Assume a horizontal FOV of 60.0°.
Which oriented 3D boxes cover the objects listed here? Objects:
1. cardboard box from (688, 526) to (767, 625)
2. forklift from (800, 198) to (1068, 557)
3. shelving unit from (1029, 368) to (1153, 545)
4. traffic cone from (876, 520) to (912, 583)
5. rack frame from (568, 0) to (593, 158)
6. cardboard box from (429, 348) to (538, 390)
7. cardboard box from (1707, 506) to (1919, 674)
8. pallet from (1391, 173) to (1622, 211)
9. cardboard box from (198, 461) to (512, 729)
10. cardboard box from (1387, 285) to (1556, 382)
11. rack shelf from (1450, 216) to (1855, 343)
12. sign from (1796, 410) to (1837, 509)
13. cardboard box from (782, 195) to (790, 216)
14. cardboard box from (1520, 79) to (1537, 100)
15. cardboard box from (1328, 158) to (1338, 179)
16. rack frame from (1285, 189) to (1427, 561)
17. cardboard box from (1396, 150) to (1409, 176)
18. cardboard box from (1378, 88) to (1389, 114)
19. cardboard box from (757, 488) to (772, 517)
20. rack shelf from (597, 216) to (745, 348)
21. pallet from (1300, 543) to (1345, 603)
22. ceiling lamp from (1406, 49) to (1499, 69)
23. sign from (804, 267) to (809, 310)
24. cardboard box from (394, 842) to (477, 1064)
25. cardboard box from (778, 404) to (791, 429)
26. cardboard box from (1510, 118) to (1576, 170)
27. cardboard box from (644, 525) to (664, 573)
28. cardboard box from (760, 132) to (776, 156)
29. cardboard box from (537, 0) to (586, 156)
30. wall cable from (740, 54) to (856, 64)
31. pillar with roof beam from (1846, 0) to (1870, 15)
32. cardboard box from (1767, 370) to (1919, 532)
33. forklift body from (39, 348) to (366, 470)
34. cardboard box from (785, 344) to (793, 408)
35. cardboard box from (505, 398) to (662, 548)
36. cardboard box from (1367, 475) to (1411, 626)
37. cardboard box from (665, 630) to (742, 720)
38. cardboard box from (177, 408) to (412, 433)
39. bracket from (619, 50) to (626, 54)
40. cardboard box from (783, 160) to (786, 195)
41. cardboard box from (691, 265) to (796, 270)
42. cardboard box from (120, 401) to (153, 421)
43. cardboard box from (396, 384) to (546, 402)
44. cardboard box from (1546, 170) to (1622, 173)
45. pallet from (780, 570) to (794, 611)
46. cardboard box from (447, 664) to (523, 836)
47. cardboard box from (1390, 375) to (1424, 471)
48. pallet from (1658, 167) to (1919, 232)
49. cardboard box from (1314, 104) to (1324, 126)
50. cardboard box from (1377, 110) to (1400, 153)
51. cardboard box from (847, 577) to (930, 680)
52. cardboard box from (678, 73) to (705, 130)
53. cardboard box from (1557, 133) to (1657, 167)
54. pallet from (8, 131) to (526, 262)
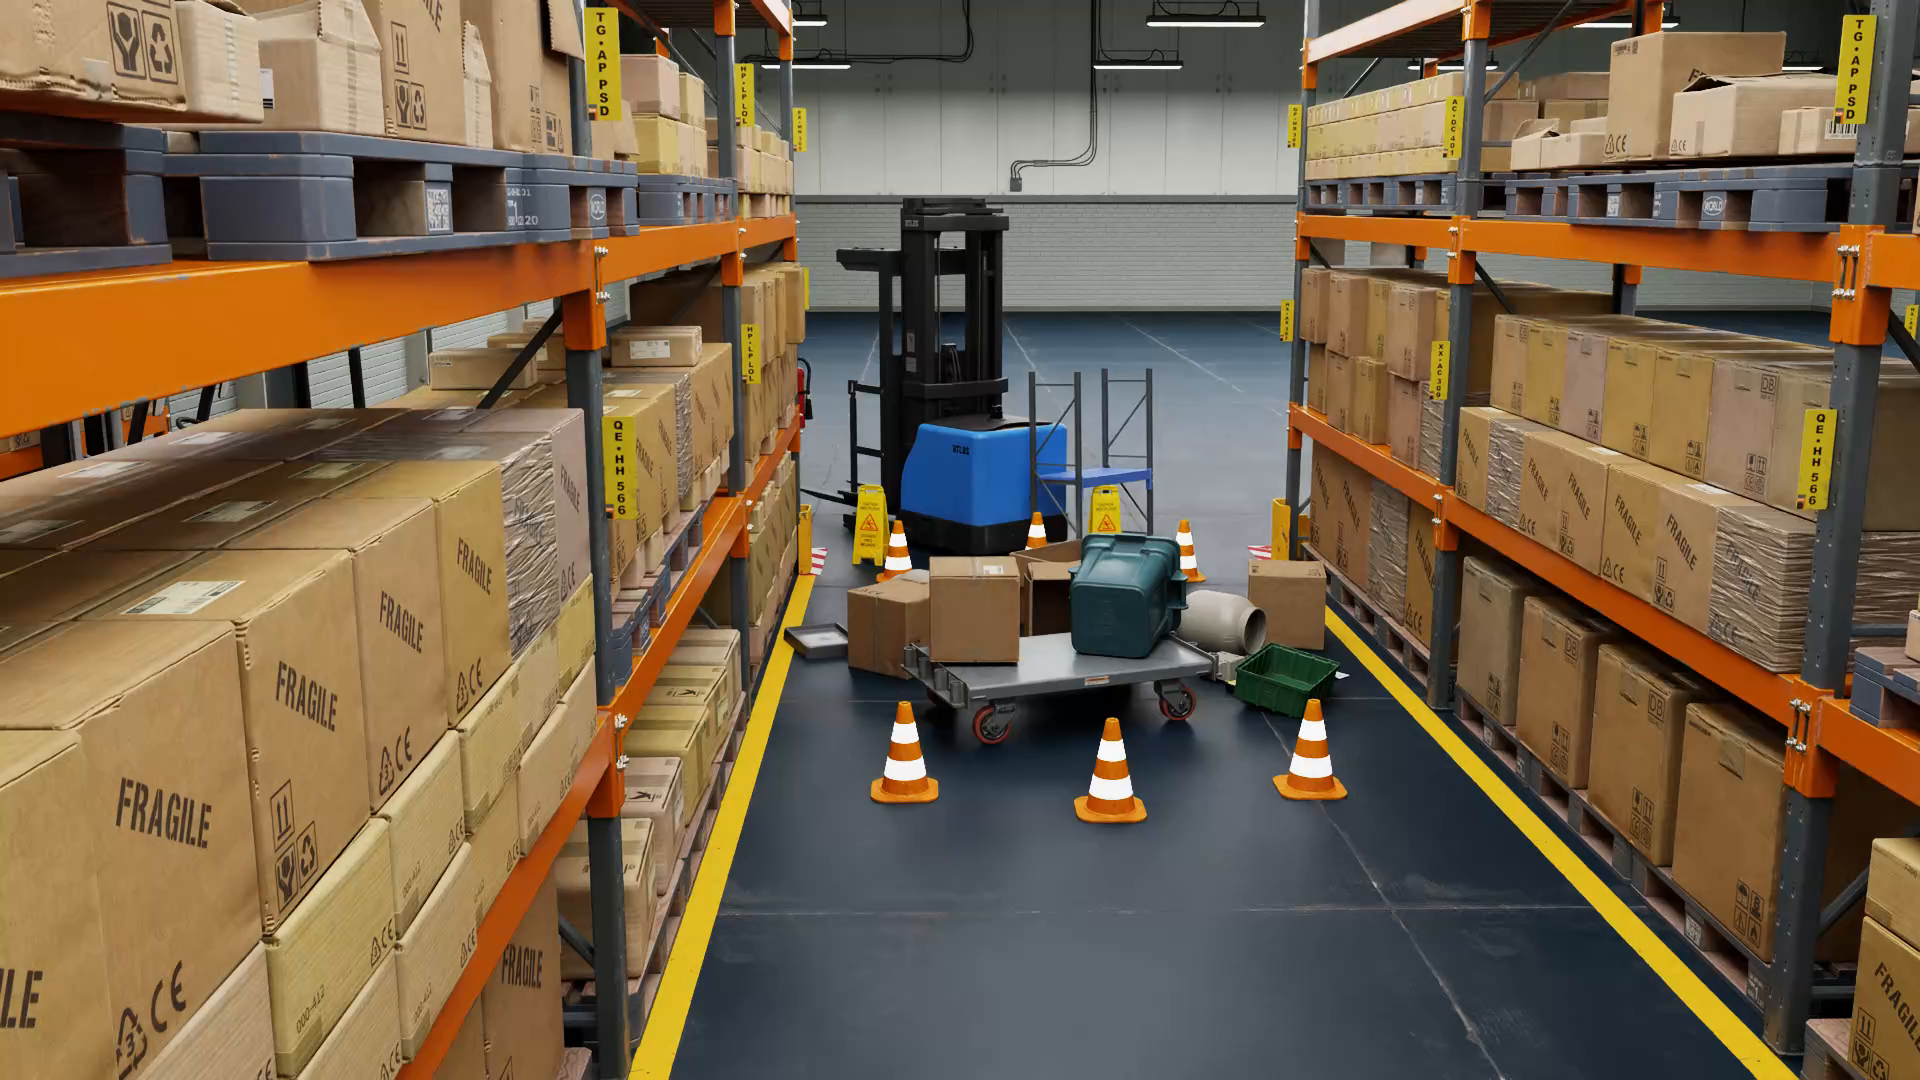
[{"bbox_3d":[-1.445,0.206,9.973,0.500,0.500,0.500,0,11,2],"label":"cardboard box"},{"bbox_3d":[-0.394,-1.534,14.750,1.130,2.935,3.031,-9,15,-38],"label":"forklift"},{"bbox_3d":[1.101,-0.658,13.823,0.538,1.500,1.048,5,9,40],"label":"shelving unit"},{"bbox_3d":[-0.487,0.078,13.009,0.336,0.463,0.334,0,11,-1],"label":"traffic cone"},{"bbox_3d":[-1.620,-2.595,4.716,1.000,3.000,0.127,0,11,-1],"label":"rack frame"},{"bbox_3d":[-1.936,-0.697,6.764,0.380,0.149,0.250,-1,11,-4],"label":"cardboard box"},{"bbox_3d":[3.049,0.167,5.938,0.500,0.500,0.500,0,11,-1],"label":"cardboard box"},{"bbox_3d":[3.238,-2.080,9.944,1.003,0.211,1.213,0,11,-1],"label":"pallet"},{"bbox_3d":[-1.325,0.109,3.713,0.500,0.500,0.500,0,11,-1],"label":"cardboard box"},{"bbox_3d":[3.144,-1.275,10.208,0.875,0.550,0.550,0,11,-1],"label":"cardboard box"},{"bbox_3d":[3.286,-1.210,7.245,1.077,0.370,4.000,0,11,-1],"label":"rack shelf"},{"bbox_3d":[2.772,-0.260,5.383,0.100,0.325,0.005,0,11,-1],"label":"sign"},{"bbox_3d":[-1.460,-2.473,12.291,0.380,0.149,0.250,0,11,-1],"label":"cardboard box"},{"bbox_3d":[3.565,-2.658,9.889,0.380,0.149,0.250,0,11,-2],"label":"cardboard box"},{"bbox_3d":[2.865,-2.667,11.940,0.380,0.149,0.250,0,11,-1],"label":"cardboard box"},{"bbox_3d":[3.162,-1.285,13.351,1.000,3.000,0.127,0,11,-1],"label":"rack frame"},{"bbox_3d":[2.900,-2.315,10.207,0.380,0.149,0.250,0,11,-1],"label":"cardboard box"},{"bbox_3d":[2.893,-2.805,10.616,0.380,0.149,0.250,0,11,-2],"label":"cardboard box"},{"bbox_3d":[-1.400,-0.239,10.536,0.380,0.149,0.250,0,11,1],"label":"cardboard box"},{"bbox_3d":[-1.661,-1.170,7.046,1.077,0.370,4.000,0,11,-1],"label":"rack shelf"},{"bbox_3d":[3.256,0.240,12.846,1.003,0.211,1.213,0,11,-1],"label":"pallet"},{"bbox_3d":[11.021,-12.157,37.167,2.000,3.185,0.800,0,11,-1],"label":"ceiling lamp"},{"bbox_3d":[-1.230,-1.966,12.997,0.100,0.325,0.005,0,11,-1],"label":"sign"},{"bbox_3d":[-1.290,0.821,3.344,0.500,0.250,0.500,0,11,-2],"label":"cardboard box"},{"bbox_3d":[-1.428,-0.896,12.065,0.380,0.149,0.250,0,11,0],"label":"cardboard box"},{"bbox_3d":[3.007,-2.028,8.498,0.258,0.266,0.396,0,11,-2],"label":"cardboard box"},{"bbox_3d":[-1.358,0.032,6.435,0.380,0.149,0.250,0,11,-1],"label":"cardboard box"},{"bbox_3d":[-1.418,-2.612,10.972,0.380,0.149,0.250,0,11,0],"label":"cardboard box"},{"bbox_3d":[-1.461,-1.307,4.596,0.797,0.503,0.637,-1,12,-5],"label":"cardboard box"},{"bbox_3d":[-4.288,-11.541,43.920,3.097,2.526,0.112,0,11,-1],"label":"wall cable"},{"bbox_3d":[18.935,-10.097,41.696,9.100,9.000,0.548,0,11,-1],"label":"pillar with roof beam"},{"bbox_3d":[3.328,-0.323,5.843,0.700,0.500,0.500,0,11,-1],"label":"cardboard box"},{"bbox_3d":[-4.885,-0.438,11.311,2.313,2.155,1.214,0,11,-1],"label":"forklift body"},{"bbox_3d":[-1.493,-1.233,12.095,0.500,0.500,0.500,0,11,-1],"label":"cardboard box"},{"bbox_3d":[-1.416,-0.249,6.188,0.500,0.500,0.500,0,11,2],"label":"cardboard box"},{"bbox_3d":[3.279,0.041,11.102,0.875,0.875,0.875,0,11,-1],"label":"cardboard box"},{"bbox_3d":[-1.689,0.736,8.938,0.950,0.372,0.625,0,11,0],"label":"cardboard box"},{"bbox_3d":[-1.854,-0.095,4.715,0.500,0.500,0.500,-1,11,-3],"label":"cardboard box"},{"bbox_3d":[-7.838,-11.156,37.863,0.076,0.066,4.783,0,11,-1],"label":"bracket"},{"bbox_3d":[-1.509,-2.587,11.849,0.500,0.250,0.500,0,11,-2],"label":"cardboard box"},{"bbox_3d":[-1.553,-1.729,12.020,0.700,0.500,0.500,0,11,-1],"label":"cardboard box"},{"bbox_3d":[-6.475,-1.176,12.561,0.500,0.500,0.500,0,11,-2],"label":"cardboard box"},{"bbox_3d":[-1.940,-0.348,6.672,0.500,0.500,0.500,-1,12,-5],"label":"cardboard box"},{"bbox_3d":[3.577,-2.166,9.470,0.380,0.149,0.250,0,11,-2],"label":"cardboard box"},{"bbox_3d":[-1.802,0.298,12.558,1.003,0.211,1.213,0,11,-1],"label":"pallet"},{"bbox_3d":[-1.311,0.473,3.805,0.500,0.250,0.500,-1,11,-3],"label":"cardboard box"},{"bbox_3d":[3.191,-0.746,10.316,0.875,0.550,0.550,0,11,-1],"label":"cardboard box"},{"bbox_3d":[3.261,-1.200,5.862,1.213,0.211,1.003,0,11,1],"label":"pallet"},{"bbox_3d":[2.855,-3.160,12.367,0.380,0.149,0.250,0,11,-1],"label":"cardboard box"},{"bbox_3d":[2.959,-2.584,10.529,0.500,0.250,0.500,0,11,-2],"label":"cardboard box"},{"bbox_3d":[-0.364,0.555,10.558,0.500,0.500,0.500,9,15,38],"label":"cardboard box"},{"bbox_3d":[-1.563,-2.183,8.292,0.500,0.250,0.500,0,11,0],"label":"cardboard box"},{"bbox_3d":[3.013,-1.812,7.728,0.380,0.149,0.250,0,11,-1],"label":"cardboard box"},{"bbox_3d":[-1.527,-0.682,3.308,1.003,0.211,1.213,0,11,1],"label":"pallet"}]
